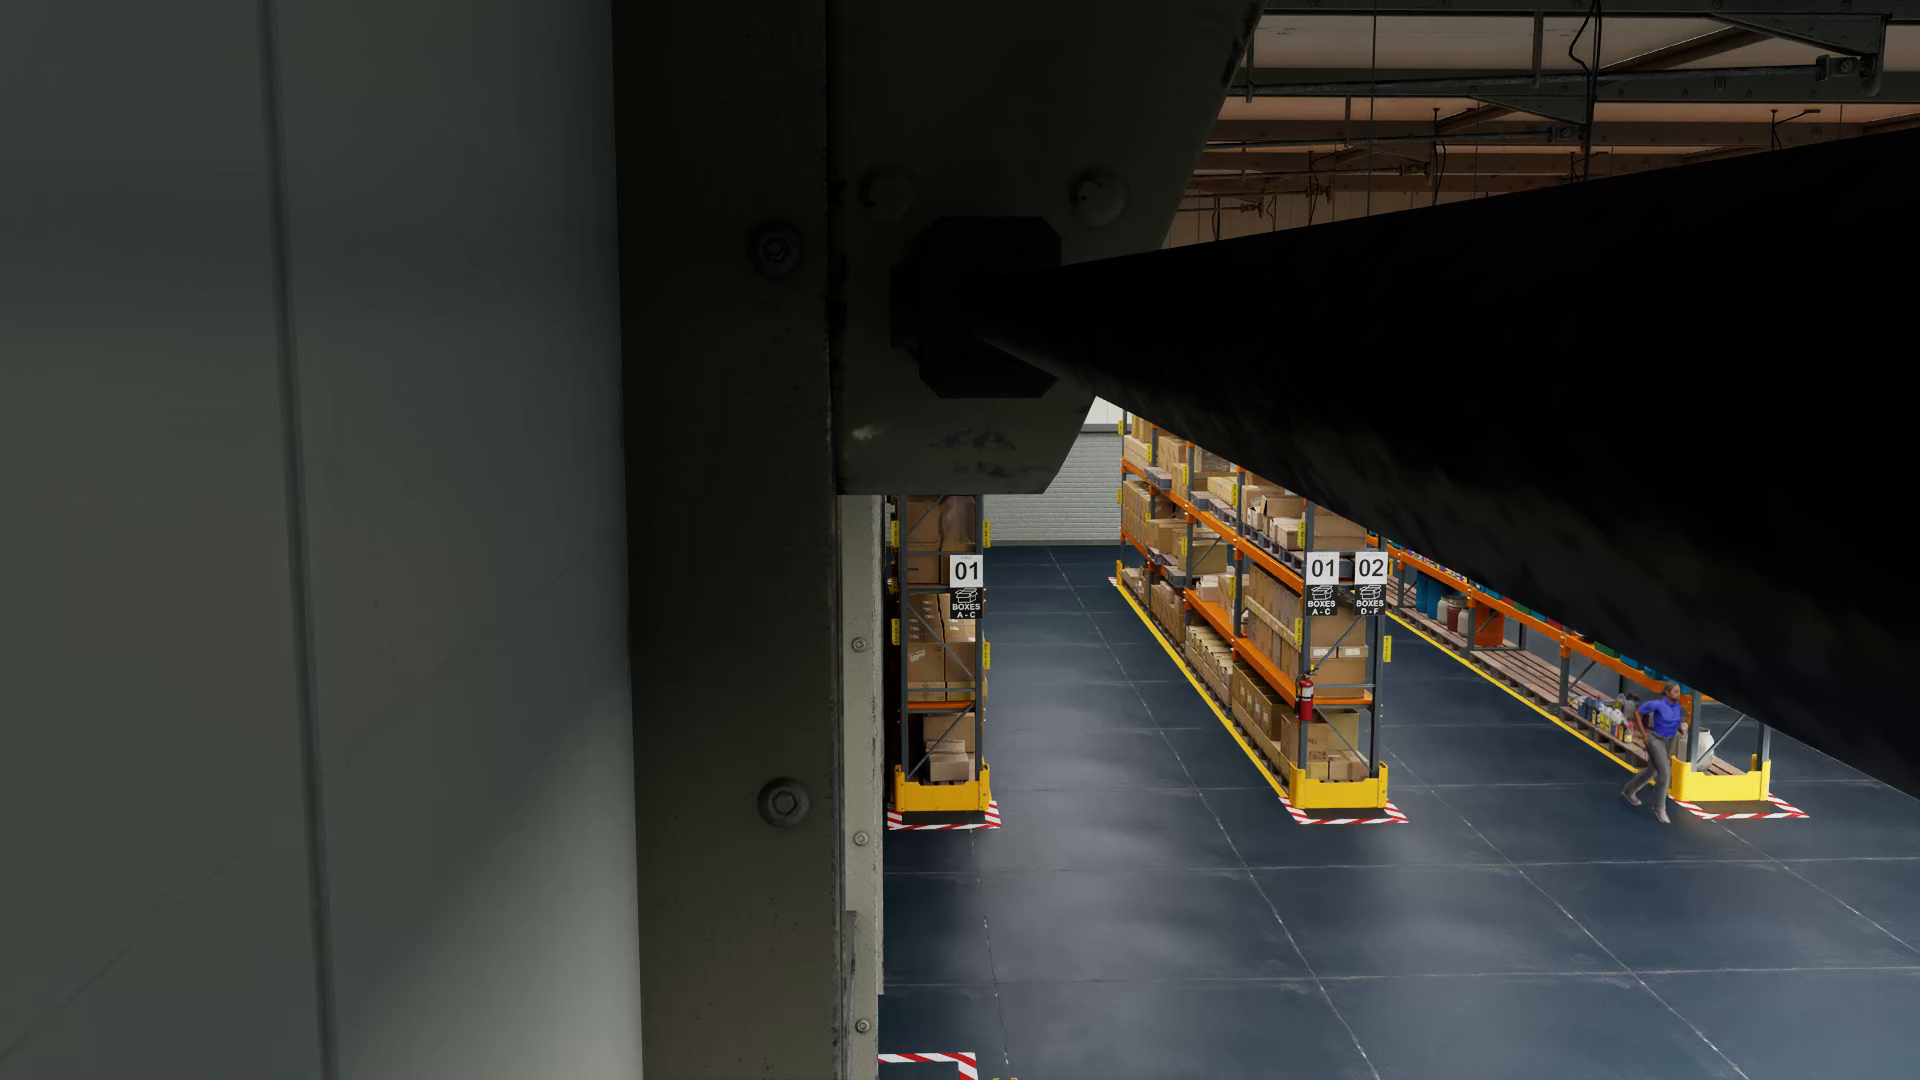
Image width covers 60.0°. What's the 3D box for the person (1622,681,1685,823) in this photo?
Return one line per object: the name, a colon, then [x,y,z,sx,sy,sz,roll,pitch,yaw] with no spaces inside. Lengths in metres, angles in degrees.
person: [8.565,2.546,20.393,0.593,1.683,0.801,-5,10,-30]
